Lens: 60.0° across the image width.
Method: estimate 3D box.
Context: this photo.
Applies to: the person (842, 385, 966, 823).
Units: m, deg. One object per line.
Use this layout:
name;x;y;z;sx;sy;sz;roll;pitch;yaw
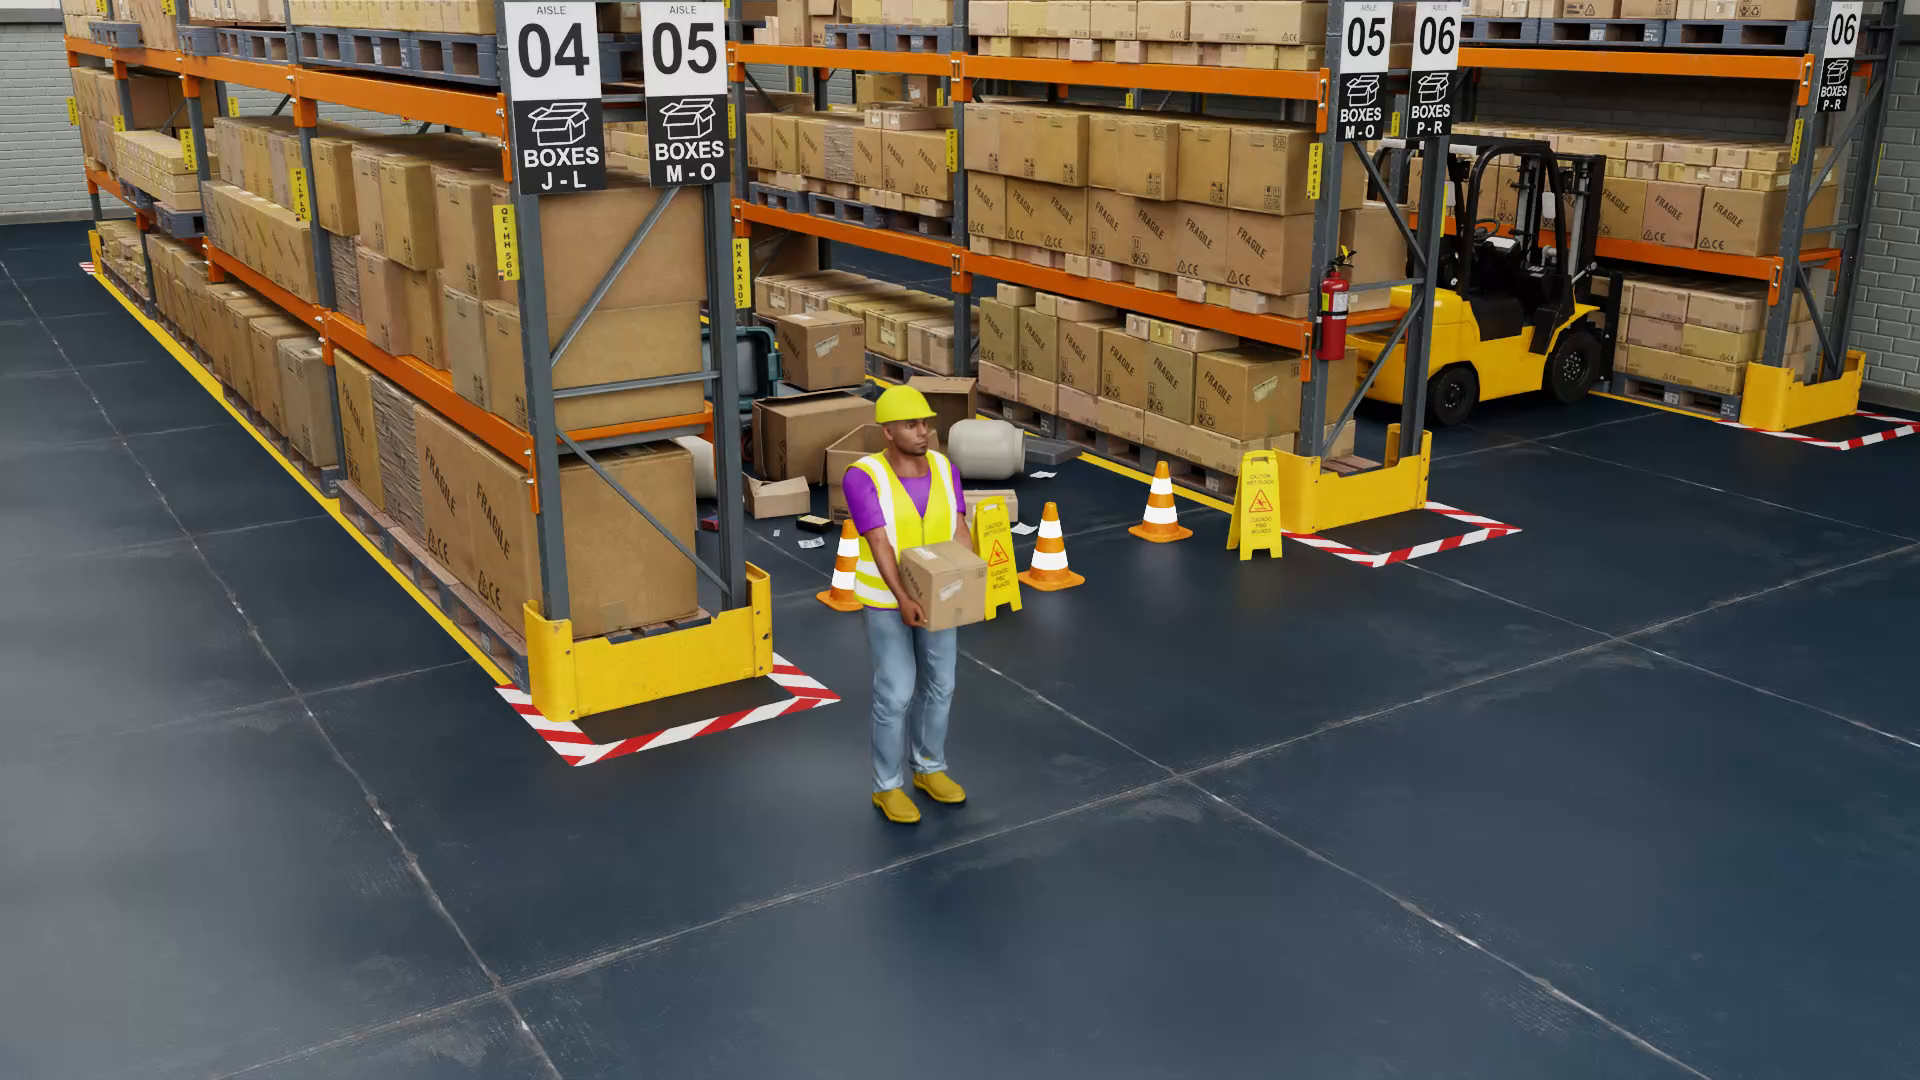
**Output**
person;-0.188;0.252;6.747;0.504;1.760;0.446;-11;21;-30
